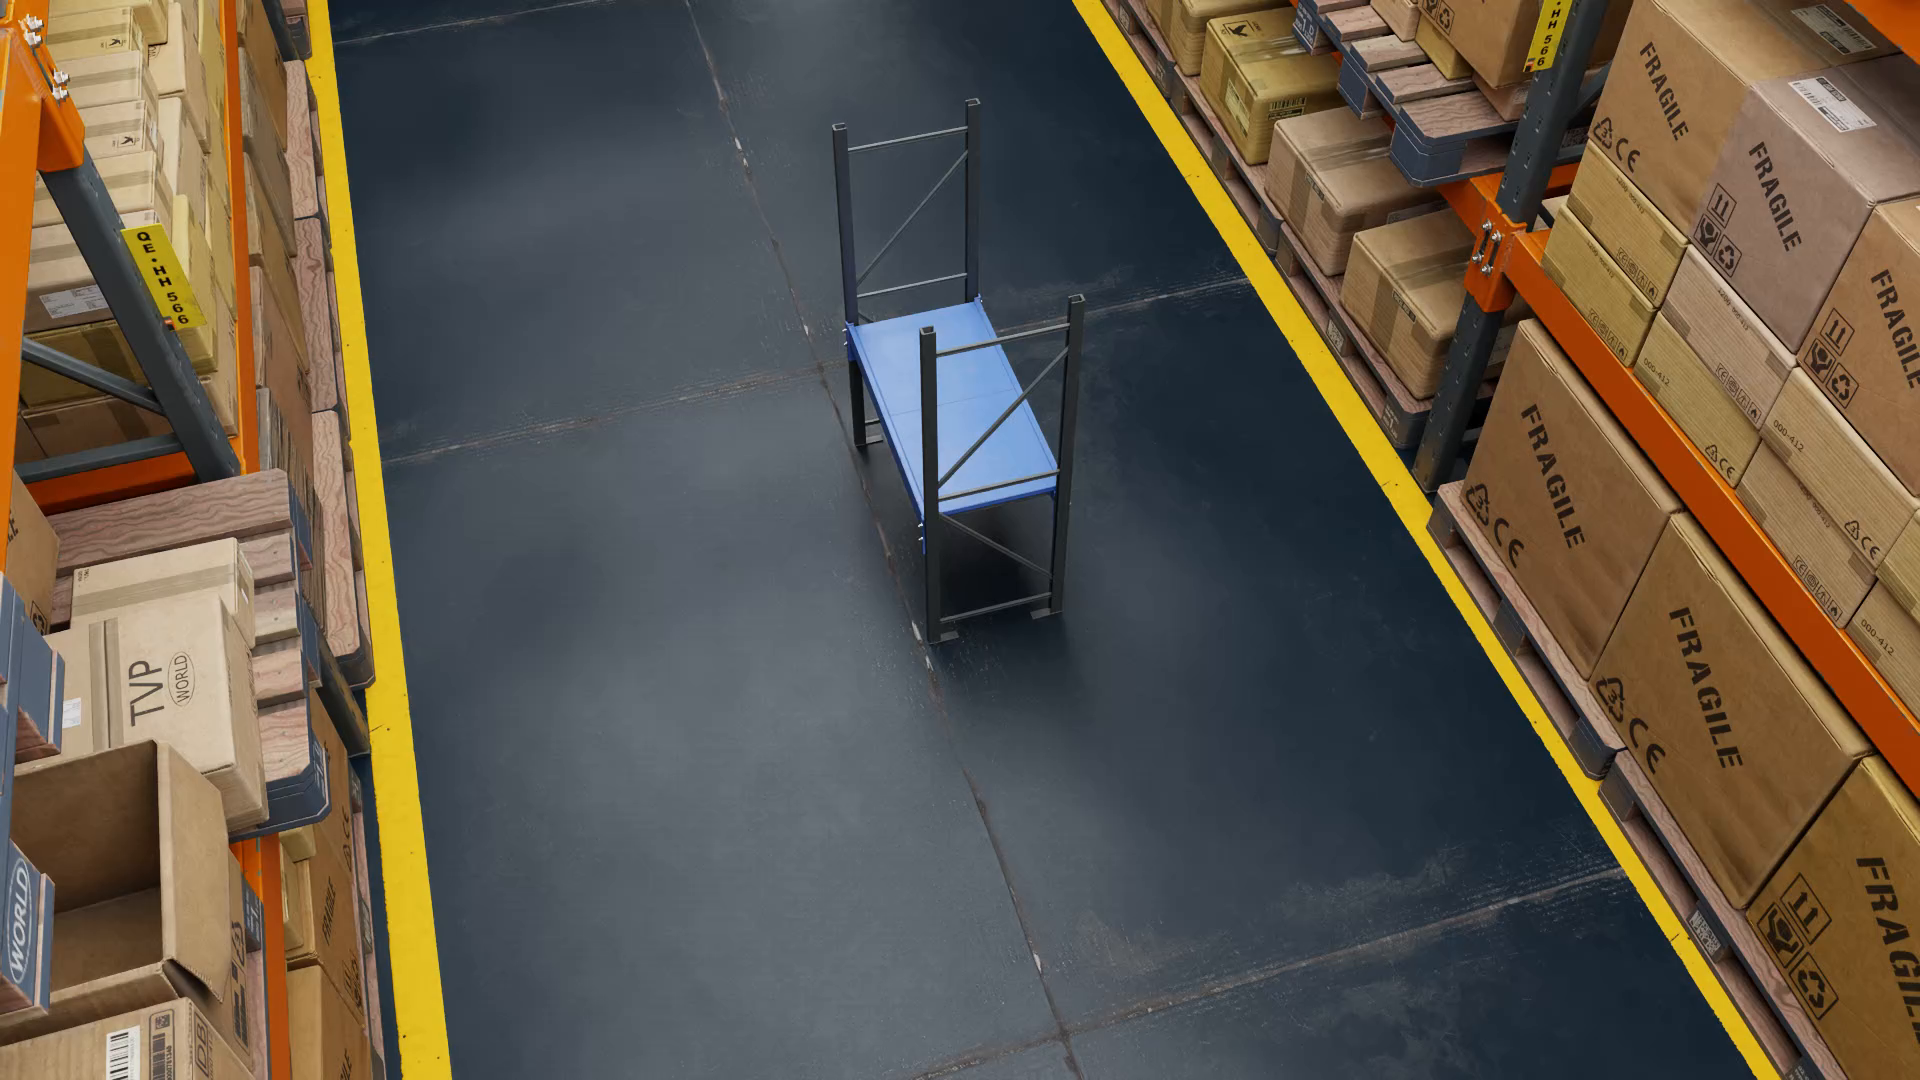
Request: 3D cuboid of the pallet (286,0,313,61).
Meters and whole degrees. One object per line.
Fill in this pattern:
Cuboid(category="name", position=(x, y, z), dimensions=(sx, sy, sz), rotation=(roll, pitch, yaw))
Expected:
Cuboid(category="pallet", position=(-3.870, -2.784, 8.459), dimensions=(1.003, 0.211, 1.213), rotation=(-13, 51, -11))

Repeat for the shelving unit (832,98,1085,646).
Cuboid(category="shelving unit", position=(-0.025, -0.546, 5.729), dimensions=(0.538, 1.500, 1.048), rotation=(-13, 51, -11))

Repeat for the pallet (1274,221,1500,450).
Cuboid(category="pallet", position=(2.019, -0.969, 6.928), dimensions=(1.003, 0.211, 1.213), rotation=(-13, 51, -11))

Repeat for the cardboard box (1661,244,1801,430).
Cuboid(category="cardboard box", position=(2.314, -0.605, 4.570), dimensions=(0.500, 0.250, 0.500), rotation=(-12, 51, -10))

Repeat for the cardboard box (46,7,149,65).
Cuboid(category="cardboard box", position=(-2.678, -1.453, 5.024), dimensions=(0.380, 0.149, 0.250), rotation=(-13, 51, -11))

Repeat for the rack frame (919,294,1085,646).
Cuboid(category="rack frame", position=(0.125, -0.174, 5.416), dimensions=(0.500, 1.500, 0.032), rotation=(-13, 51, -11))

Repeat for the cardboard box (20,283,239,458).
Cuboid(category="cardboard box", position=(-2.390, -0.502, 4.810), dimensions=(0.500, 0.250, 0.500), rotation=(-13, 51, -11))

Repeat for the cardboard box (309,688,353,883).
Cuboid(category="cardboard box", position=(-2.162, 0.759, 5.008), dimensions=(0.500, 0.500, 0.500), rotation=(-12, 51, -10))

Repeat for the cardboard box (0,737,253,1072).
Cuboid(category="cardboard box", position=(-1.833, 0.811, 3.263), dimensions=(0.797, 0.503, 0.637), rotation=(-14, 51, -12))

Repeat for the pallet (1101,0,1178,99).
Cuboid(category="pallet", position=(1.297, -2.751, 8.431), dimensions=(1.003, 0.211, 1.213), rotation=(-13, 51, -11))

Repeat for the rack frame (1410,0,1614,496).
Cuboid(category="rack frame", position=(2.249, -1.296, 5.381), dimensions=(1.000, 3.000, 0.127), rotation=(-13, 51, -11))

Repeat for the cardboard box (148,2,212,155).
Cuboid(category="cardboard box", position=(-2.674, -1.416, 5.253), dimensions=(0.500, 0.250, 0.500), rotation=(-14, 51, -12))

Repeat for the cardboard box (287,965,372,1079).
Cuboid(category="cardboard box", position=(-1.866, 1.509, 4.376), dimensions=(0.500, 0.500, 0.500), rotation=(-11, 51, -9))

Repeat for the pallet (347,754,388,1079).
Cuboid(category="pallet", position=(-2.307, 1.281, 5.032), dimensions=(1.003, 0.211, 1.213), rotation=(-13, 51, -11))

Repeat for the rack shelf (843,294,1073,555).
Cuboid(category="rack shelf", position=(-0.025, -0.430, 5.867), dimensions=(0.538, 0.185, 1.000), rotation=(-13, 51, -11))

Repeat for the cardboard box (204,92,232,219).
Cuboid(category="cardboard box", position=(-2.693, -1.245, 5.436), dimensions=(0.500, 0.250, 0.500), rotation=(-15, 51, -12))

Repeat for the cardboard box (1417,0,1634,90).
Cuboid(category="cardboard box", position=(1.849, -1.829, 5.295), dimensions=(0.500, 0.500, 0.500), rotation=(-15, 51, -12))

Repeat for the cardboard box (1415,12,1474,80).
Cuboid(category="cardboard box", position=(1.778, -1.716, 5.625), dimensions=(0.380, 0.149, 0.250), rotation=(-13, 51, -10))

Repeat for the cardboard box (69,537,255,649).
Cuboid(category="cardboard box", position=(-1.931, 0.167, 4.037), dimensions=(0.380, 0.149, 0.250), rotation=(-12, 51, -10))

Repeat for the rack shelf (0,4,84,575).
Cuboid(category="rack shelf", position=(-1.901, 0.555, 2.329), dimensions=(1.077, 0.370, 4.000), rotation=(-13, 51, -11))

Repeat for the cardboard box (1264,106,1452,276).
Cuboid(category="cardboard box", position=(1.865, -1.537, 7.028), dimensions=(0.950, 0.372, 0.625), rotation=(-14, 51, -12))

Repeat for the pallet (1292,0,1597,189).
Cuboid(category="pallet", position=(1.936, -1.731, 5.873), dimensions=(1.213, 0.211, 1.003), rotation=(-13, 51, -11))

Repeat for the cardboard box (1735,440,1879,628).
Cuboid(category="cardboard box", position=(2.471, -0.078, 4.452), dimensions=(0.500, 0.250, 0.500), rotation=(-12, 51, -10))

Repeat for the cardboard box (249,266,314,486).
Cuboid(category="cardboard box", position=(-2.864, -0.475, 5.967), dimensions=(0.875, 0.625, 0.625), rotation=(-12, 51, -10))

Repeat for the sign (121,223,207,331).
Cuboid(category="sign", position=(-1.976, -0.648, 4.129), dimensions=(0.100, 0.325, 0.005), rotation=(-13, 51, -11))

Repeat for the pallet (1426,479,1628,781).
Cuboid(category="pallet", position=(2.410, 0.195, 5.947), dimensions=(1.003, 0.211, 1.213), rotation=(-13, 51, -11))

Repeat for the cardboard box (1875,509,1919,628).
Cuboid(category="cardboard box", position=(2.587, 0.135, 3.946), dimensions=(0.500, 0.250, 0.500), rotation=(-13, 51, -10))

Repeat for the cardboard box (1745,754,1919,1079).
Cuboid(category="cardboard box", position=(2.897, 1.082, 4.491), dimensions=(0.875, 0.875, 0.875), rotation=(-12, 51, -10))

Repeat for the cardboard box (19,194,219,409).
Cuboid(category="cardboard box", position=(-2.366, -0.669, 4.623), dimensions=(0.500, 0.250, 0.500), rotation=(-13, 51, -11))

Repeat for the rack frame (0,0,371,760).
Cuboid(category="rack frame", position=(-2.492, -0.171, 4.432), dimensions=(1.000, 3.000, 0.127), rotation=(-13, 51, -11))

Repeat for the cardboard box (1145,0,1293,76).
Cuboid(category="cardboard box", position=(1.439, -2.599, 7.923), dimensions=(0.950, 0.372, 0.625), rotation=(-10, 51, -9))

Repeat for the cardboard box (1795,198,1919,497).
Cuboid(category="cardboard box", position=(2.455, -0.494, 3.985), dimensions=(0.500, 0.500, 0.500), rotation=(-12, 51, -10))

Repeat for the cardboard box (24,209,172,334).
Cuboid(category="cardboard box", position=(-2.305, -0.712, 4.399), dimensions=(0.380, 0.149, 0.250), rotation=(-12, 51, -10))

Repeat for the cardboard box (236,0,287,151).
Cuboid(category="cardboard box", position=(-3.510, -2.084, 7.324), dimensions=(0.875, 0.625, 0.625), rotation=(-11, 51, -9))

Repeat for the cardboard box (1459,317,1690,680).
Cuboid(category="cardboard box", position=(2.373, -0.223, 5.592), dimensions=(0.875, 0.875, 0.875), rotation=(-14, 51, -11))

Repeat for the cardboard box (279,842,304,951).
Cuboid(category="cardboard box", position=(-1.958, 0.988, 4.391), dimensions=(0.380, 0.149, 0.250), rotation=(-15, 51, -12))

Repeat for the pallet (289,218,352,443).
Cuboid(category="pallet", position=(-3.055, -0.772, 6.763), dimensions=(1.003, 0.211, 1.213), rotation=(-13, 51, -11))

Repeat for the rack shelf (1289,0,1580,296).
Cuboid(category="rack shelf", position=(1.657, -2.525, 6.887), dimensions=(1.077, 0.370, 4.000), rotation=(-13, 51, -11))

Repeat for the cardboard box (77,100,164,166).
Cuboid(category="cardboard box", position=(-2.486, -1.088, 4.716), dimensions=(0.380, 0.149, 0.250), rotation=(-12, 51, -10))
